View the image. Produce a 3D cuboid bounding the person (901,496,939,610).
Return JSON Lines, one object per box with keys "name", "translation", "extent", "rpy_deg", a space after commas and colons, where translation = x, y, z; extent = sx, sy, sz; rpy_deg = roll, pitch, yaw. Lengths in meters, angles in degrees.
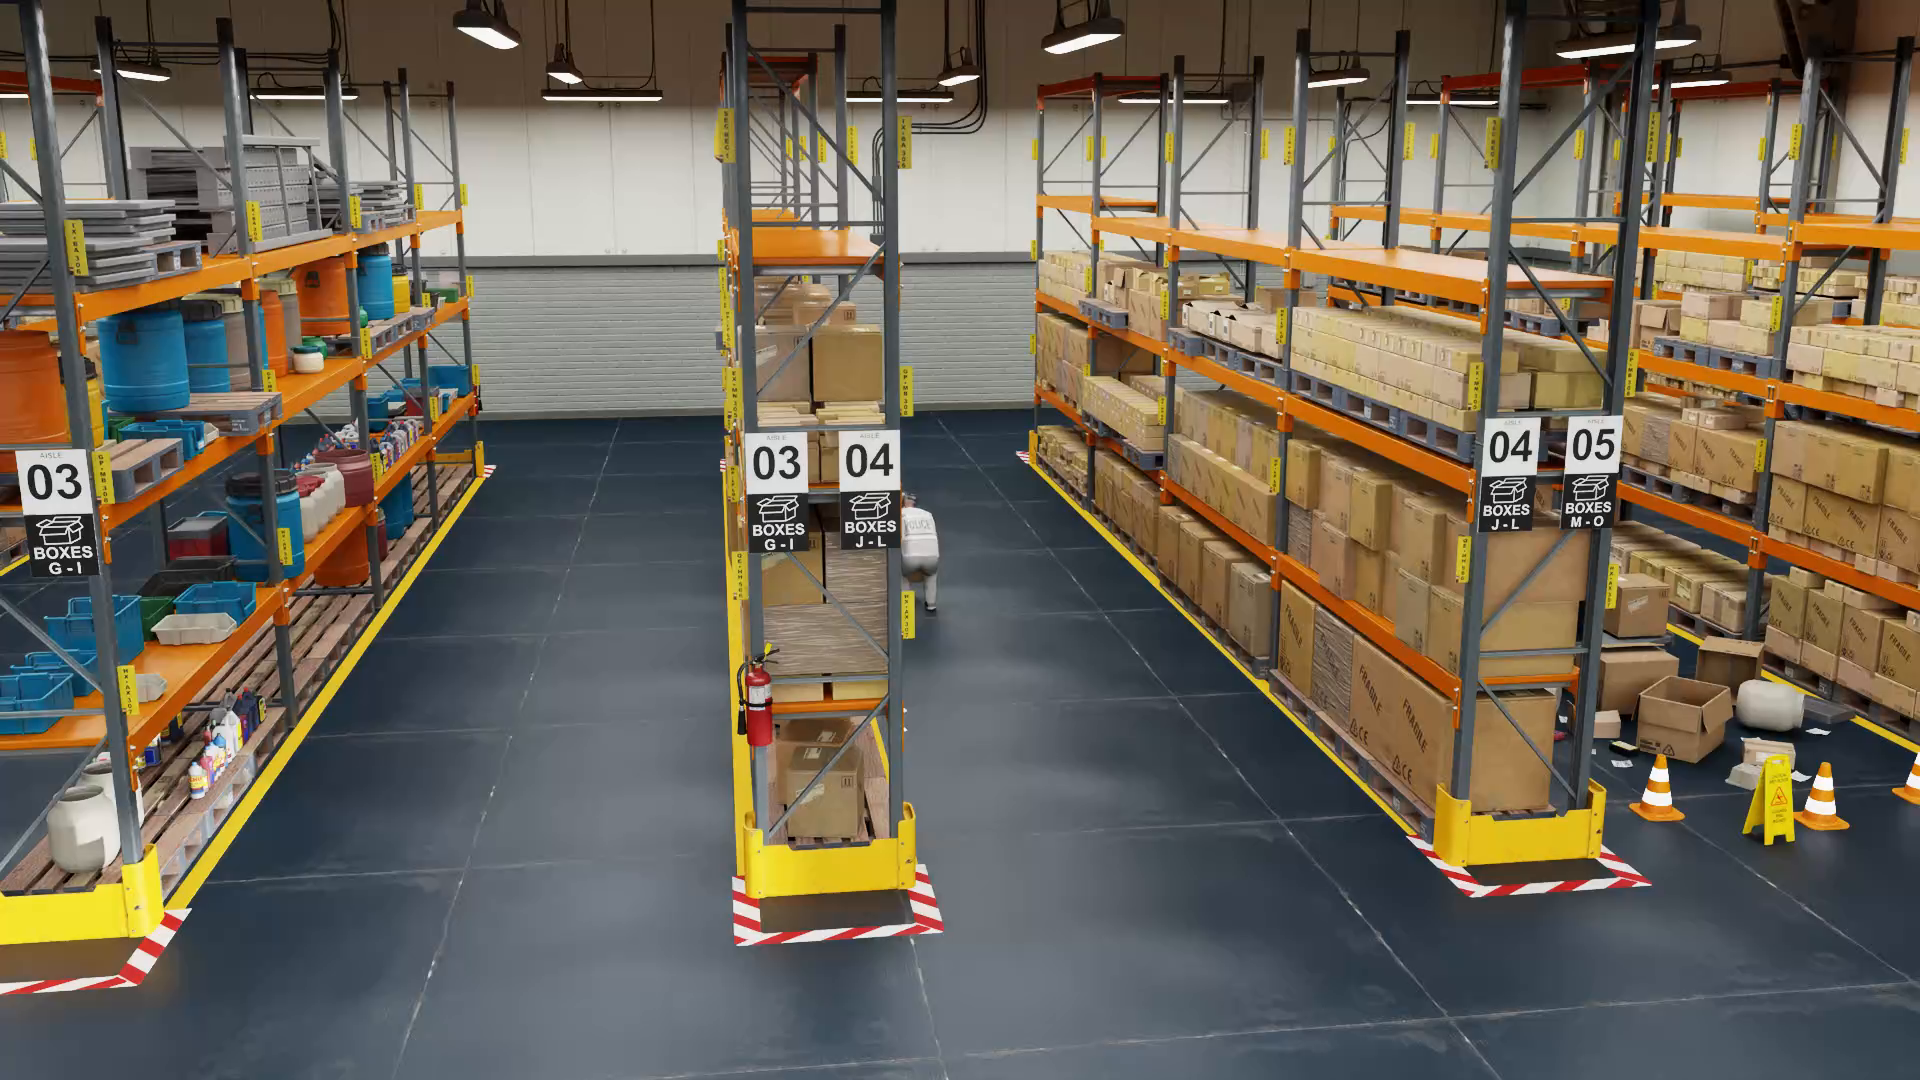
{"name": "person", "translation": [-0.531, 0.149, 18.525], "extent": [0.580, 1.215, 0.891], "rpy_deg": [-2, 13, -8]}
